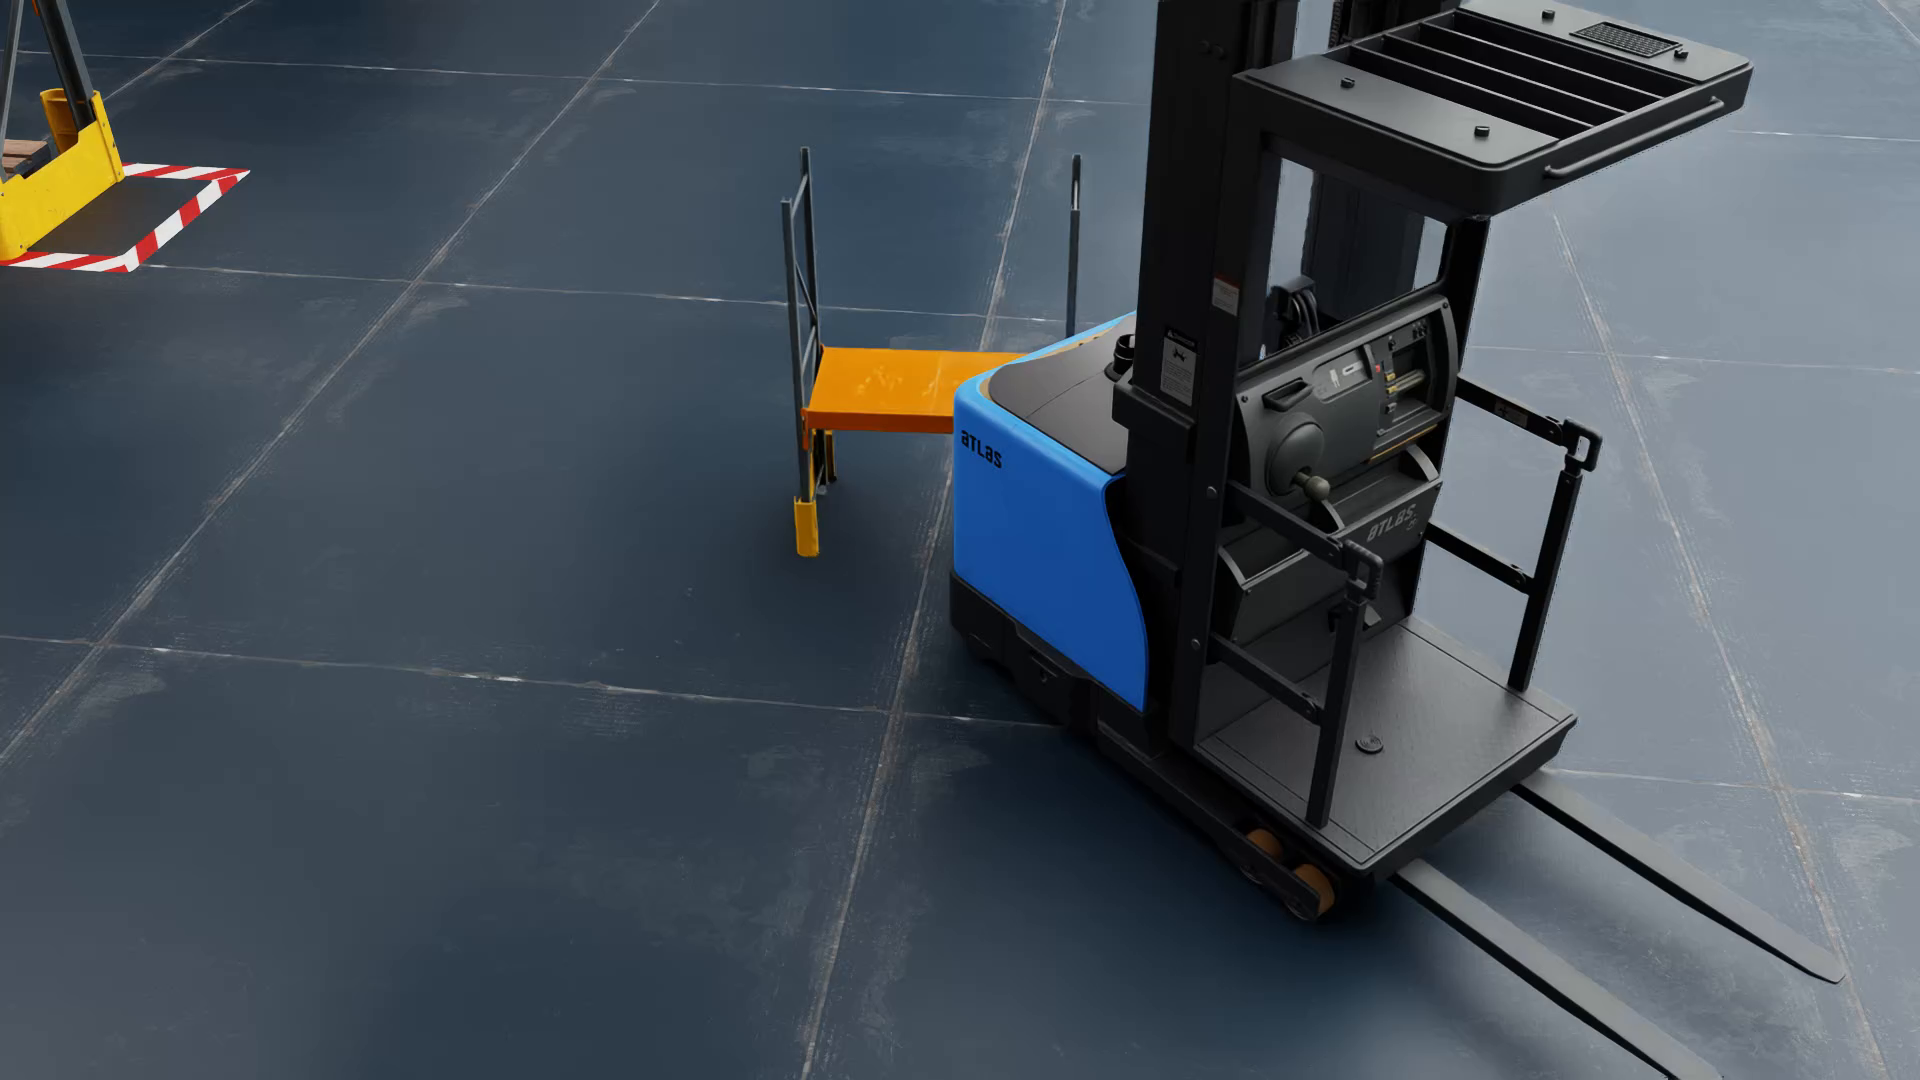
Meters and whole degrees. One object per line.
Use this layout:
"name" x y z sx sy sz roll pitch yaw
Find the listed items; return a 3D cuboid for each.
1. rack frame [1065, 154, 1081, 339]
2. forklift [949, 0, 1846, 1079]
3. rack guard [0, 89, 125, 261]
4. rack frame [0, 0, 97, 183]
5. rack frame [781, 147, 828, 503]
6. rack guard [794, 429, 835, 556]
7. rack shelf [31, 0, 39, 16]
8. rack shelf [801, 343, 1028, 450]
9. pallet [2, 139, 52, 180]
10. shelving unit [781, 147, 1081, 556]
"rack frame" 0.419 -0.678 6.409 0.032 1.500 0.500 2 36 3
"forklift" 1.277 -0.358 4.729 1.130 2.935 3.031 -25 43 -31
"rack guard" -5.120 -2.030 9.164 0.348 0.500 1.175 4 36 6
"rack frame" -5.039 -3.069 8.468 0.127 3.000 1.000 4 36 6
"rack frame" -0.596 -0.717 6.464 0.032 1.500 0.500 2 36 3
"rack guard" -0.594 -0.209 6.827 0.087 0.250 0.587 2 36 3
"rack shelf" -7.023 -2.924 8.884 4.000 0.370 1.077 4 36 6
"rack shelf" -0.088 -0.551 6.541 1.000 0.185 0.538 2 36 3
"pallet" -5.925 -1.975 9.336 1.213 0.211 1.003 4 36 6
"shelving unit" -0.097 -0.698 6.437 1.083 1.500 0.587 2 36 3
